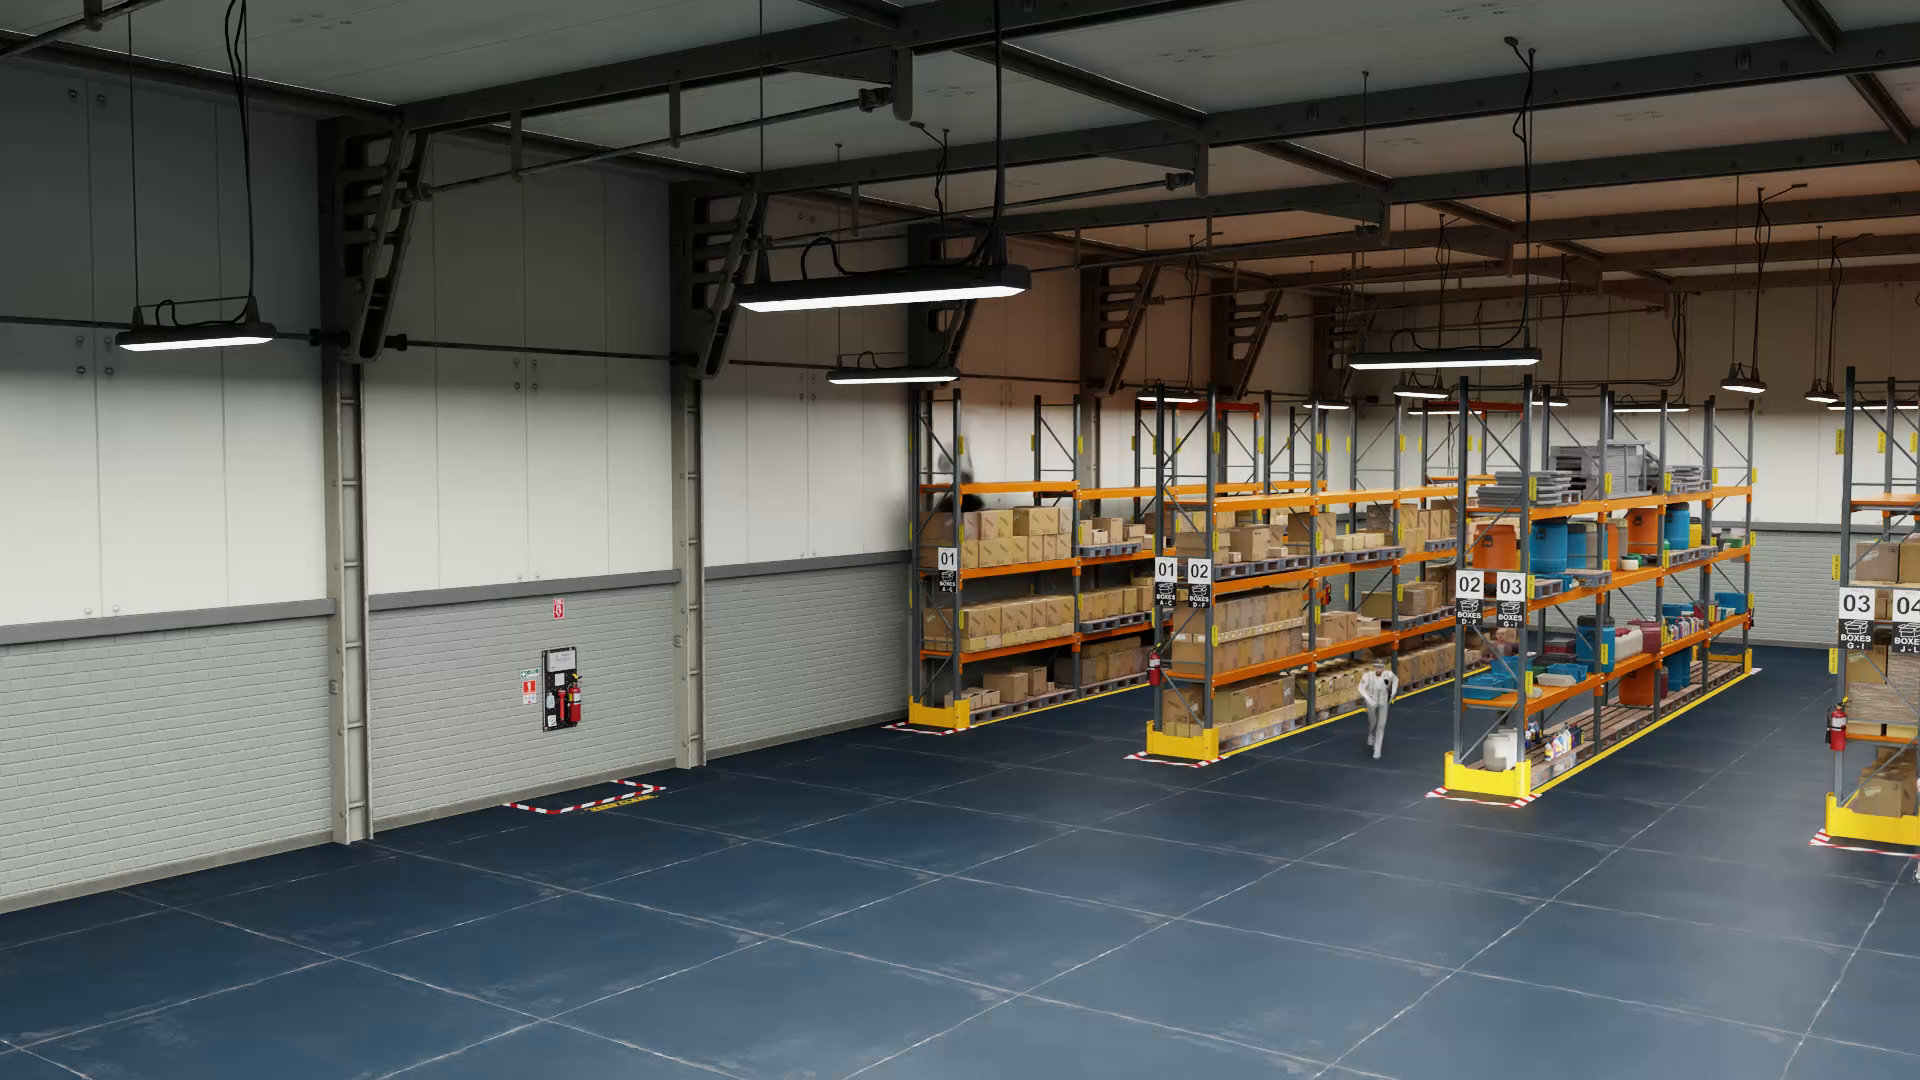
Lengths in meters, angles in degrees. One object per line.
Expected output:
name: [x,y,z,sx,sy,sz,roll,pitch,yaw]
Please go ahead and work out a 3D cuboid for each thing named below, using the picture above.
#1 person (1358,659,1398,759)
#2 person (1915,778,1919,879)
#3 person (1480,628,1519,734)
person: [6.763,2.689,26.978,0.655,1.627,0.978,0,3,5]
person: [11.055,3.123,18.591,0.565,1.695,0.765,-1,4,-22]
person: [9.455,2.441,29.070,0.697,1.828,0.916,2,4,32]
